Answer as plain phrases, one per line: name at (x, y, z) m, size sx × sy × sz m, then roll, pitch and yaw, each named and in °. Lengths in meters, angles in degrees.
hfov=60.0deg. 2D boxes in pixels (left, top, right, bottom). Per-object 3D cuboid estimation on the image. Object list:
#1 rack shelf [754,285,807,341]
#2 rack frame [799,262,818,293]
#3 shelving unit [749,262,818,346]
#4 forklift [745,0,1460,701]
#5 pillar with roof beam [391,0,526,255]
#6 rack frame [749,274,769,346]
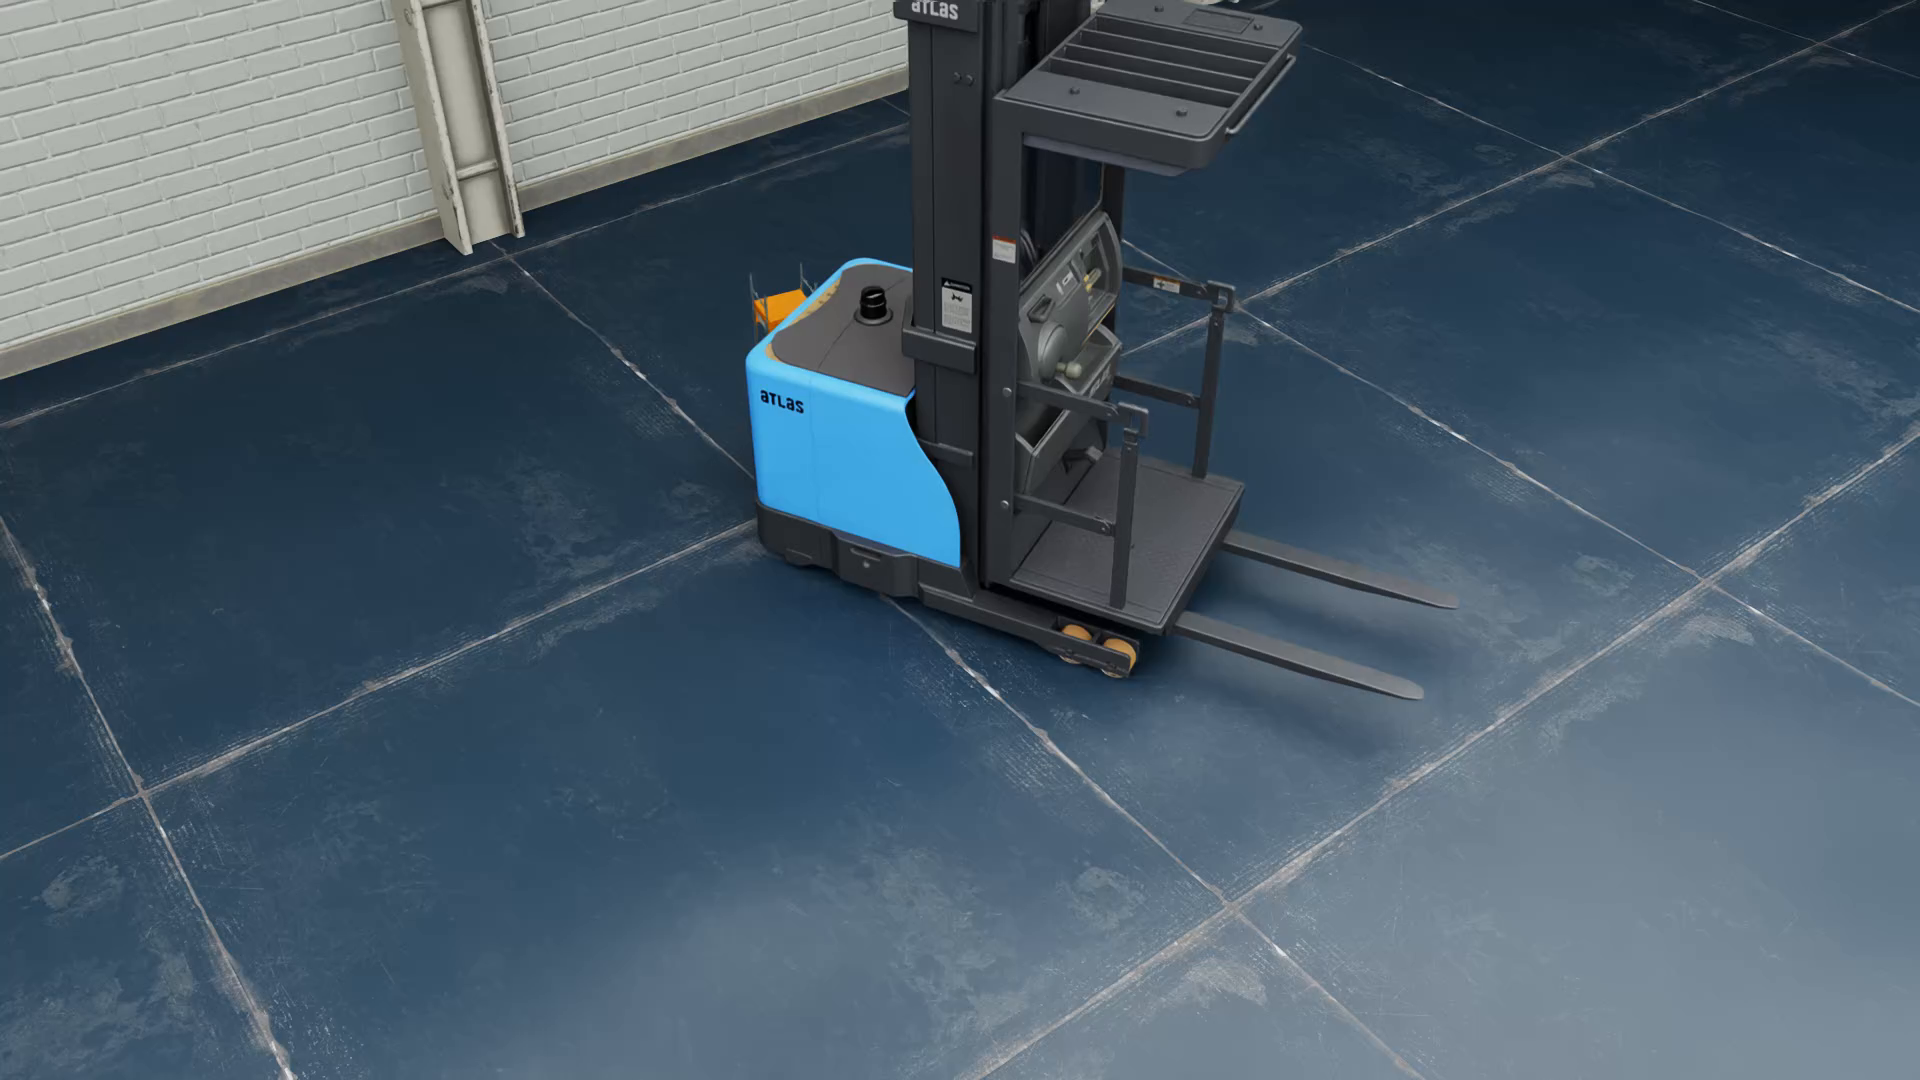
rack shelf at (-0.803, -0.991, 7.696) m, size 0.240 × 0.259 × 0.215 m, roll -17°, pitch 44°, yaw -20°
rack frame at (-0.697, -0.818, 7.915) m, size 0.008 × 1.050 × 0.200 m, roll -17°, pitch 44°, yaw -20°
shelving unit at (-0.806, -0.784, 7.873) m, size 0.252 × 1.050 × 0.215 m, roll -17°, pitch 44°, yaw -20°
forklift at (0.628, -0.937, 6.581) m, size 3.031 × 2.935 × 1.130 m, roll 17°, pitch 42°, yaw 20°
pillar with roof beam at (-0.232, -3.144, 4.487) m, size 0.400 × 9.000 × 9.100 m, roll -26°, pitch 46°, yaw -28°
rack frame at (-0.916, -0.750, 7.832) m, size 0.008 × 1.050 × 0.200 m, roll -17°, pitch 44°, yaw -20°
